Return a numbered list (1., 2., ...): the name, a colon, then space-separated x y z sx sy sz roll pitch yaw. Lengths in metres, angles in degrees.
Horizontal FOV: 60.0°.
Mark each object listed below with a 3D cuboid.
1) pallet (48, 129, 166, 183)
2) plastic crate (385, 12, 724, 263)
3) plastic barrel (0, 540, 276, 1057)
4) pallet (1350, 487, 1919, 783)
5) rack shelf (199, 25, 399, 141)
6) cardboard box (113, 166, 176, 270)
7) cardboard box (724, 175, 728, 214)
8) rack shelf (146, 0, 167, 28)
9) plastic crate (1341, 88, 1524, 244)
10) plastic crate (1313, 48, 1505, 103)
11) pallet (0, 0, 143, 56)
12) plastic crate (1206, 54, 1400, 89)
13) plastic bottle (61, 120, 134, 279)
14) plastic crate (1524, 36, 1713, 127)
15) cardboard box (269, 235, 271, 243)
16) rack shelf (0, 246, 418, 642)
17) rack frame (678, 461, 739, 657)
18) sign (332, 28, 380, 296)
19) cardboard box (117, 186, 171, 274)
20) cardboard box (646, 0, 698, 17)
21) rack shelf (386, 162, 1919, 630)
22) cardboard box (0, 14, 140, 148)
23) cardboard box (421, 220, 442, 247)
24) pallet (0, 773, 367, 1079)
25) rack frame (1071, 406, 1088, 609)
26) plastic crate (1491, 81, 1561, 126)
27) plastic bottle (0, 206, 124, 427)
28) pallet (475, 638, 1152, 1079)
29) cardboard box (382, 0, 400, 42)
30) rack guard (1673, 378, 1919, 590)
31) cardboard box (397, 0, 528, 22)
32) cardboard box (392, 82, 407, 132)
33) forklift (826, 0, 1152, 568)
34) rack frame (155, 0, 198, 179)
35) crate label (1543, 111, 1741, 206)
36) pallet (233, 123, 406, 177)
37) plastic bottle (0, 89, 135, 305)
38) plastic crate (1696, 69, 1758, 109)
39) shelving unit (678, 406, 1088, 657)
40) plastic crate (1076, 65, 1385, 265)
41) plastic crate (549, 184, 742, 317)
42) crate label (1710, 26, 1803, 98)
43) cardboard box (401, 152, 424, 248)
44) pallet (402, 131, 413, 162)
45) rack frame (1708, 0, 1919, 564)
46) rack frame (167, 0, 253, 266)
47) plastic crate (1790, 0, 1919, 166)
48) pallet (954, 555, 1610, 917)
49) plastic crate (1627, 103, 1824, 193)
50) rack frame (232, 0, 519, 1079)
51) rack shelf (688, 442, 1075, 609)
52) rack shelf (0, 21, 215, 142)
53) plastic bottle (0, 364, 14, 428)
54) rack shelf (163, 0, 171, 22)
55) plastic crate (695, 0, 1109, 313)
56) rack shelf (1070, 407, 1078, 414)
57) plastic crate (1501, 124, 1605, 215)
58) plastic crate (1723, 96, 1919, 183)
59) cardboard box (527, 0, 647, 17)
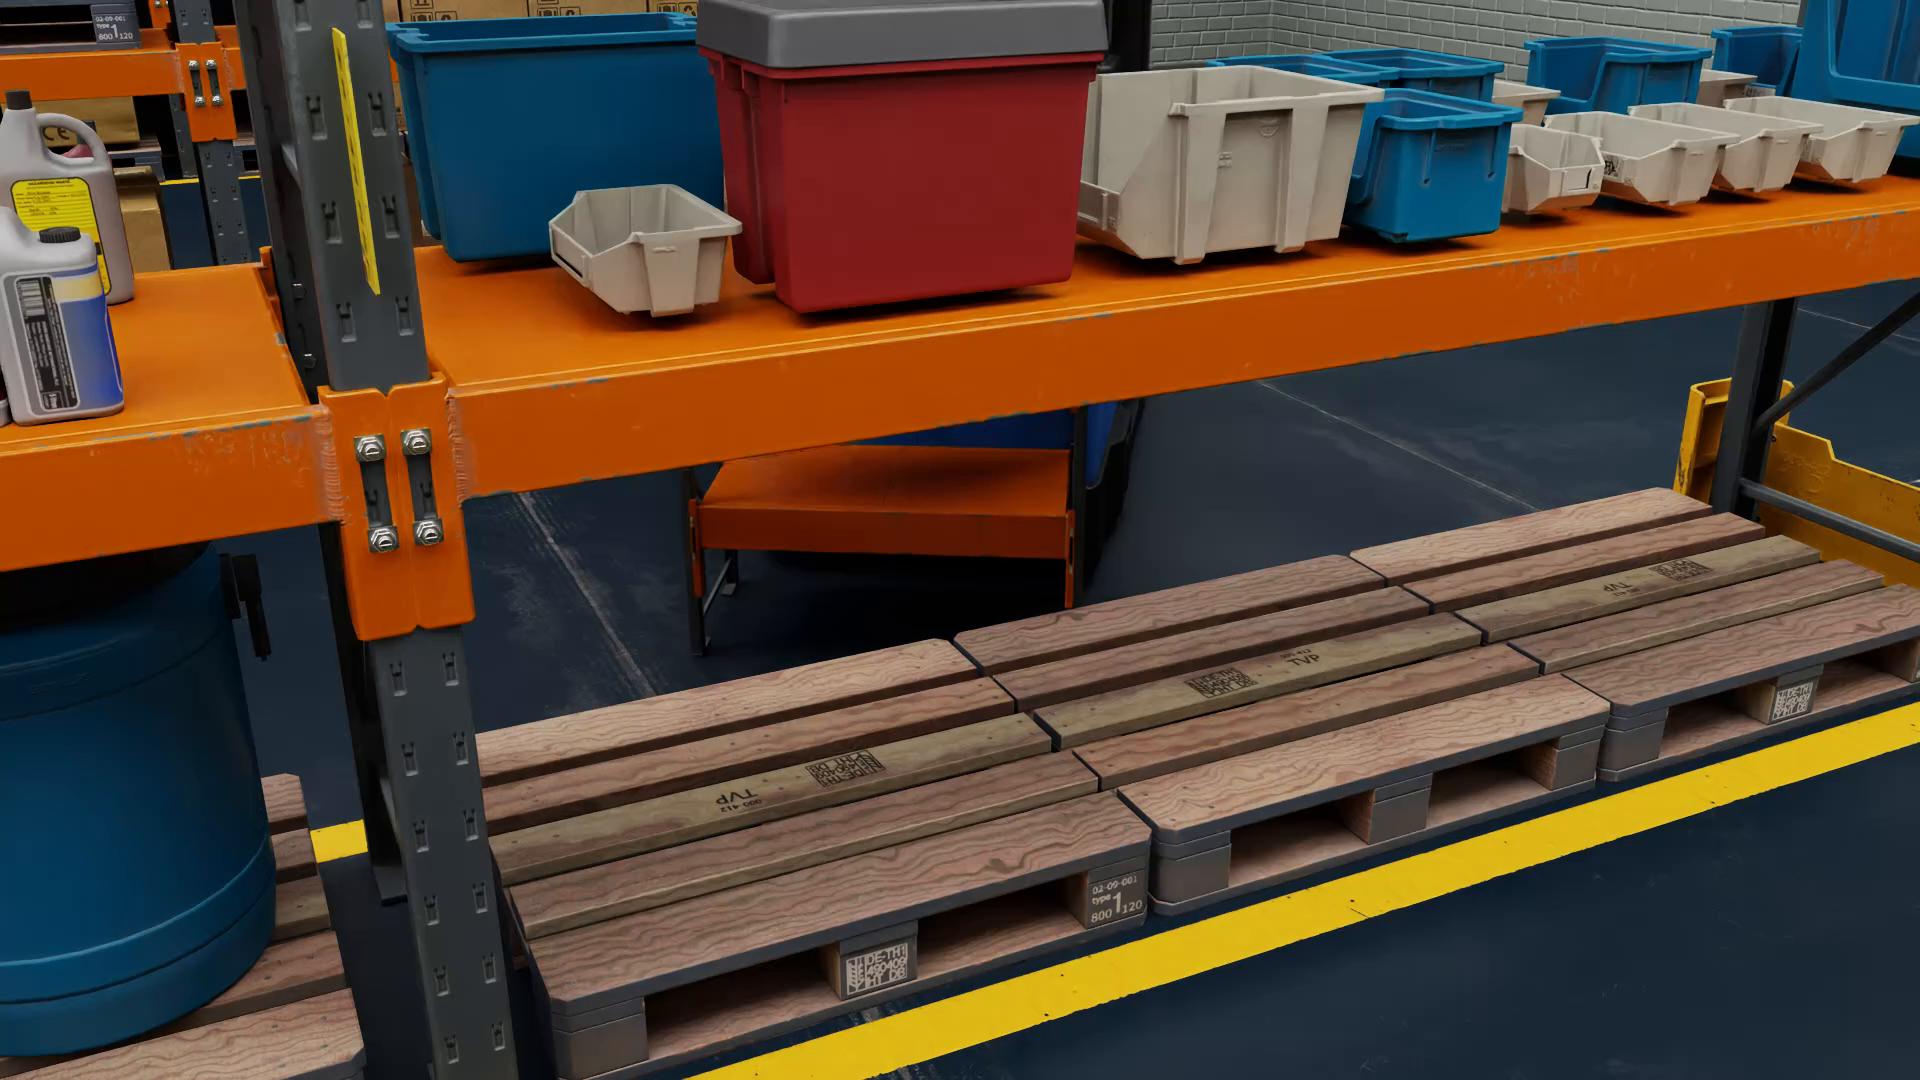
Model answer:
1. pallet: -5.972 -2.518 11.056 1.213 0.211 1.003 -10 25 -24
2. plastic crate: -0.740 -0.761 3.109 0.575 0.384 0.392 -10 25 -24
3. plastic barrel: -1.510 0.314 2.764 0.708 0.901 0.600 -10 25 -24
4. pallet: 1.832 0.203 4.485 1.213 0.211 1.003 -10 25 -24
5. rack shelf: -1.355 -2.253 7.711 4.000 0.370 1.077 -10 25 -24
6. cardboard box: -3.699 -1.306 7.175 0.500 0.500 0.500 -12 25 -26
7. cardboard box: -1.467 -1.617 7.923 0.637 0.503 0.797 -10 25 -24
8. rack shelf: -7.111 -3.296 10.231 4.000 0.370 1.077 -10 25 -24
9. plastic crate: 0.853 -0.731 3.234 0.300 0.233 0.416 -10 25 -24
10. plastic crate: 1.040 -1.014 3.918 0.300 0.233 0.416 -10 25 -24
11. pallet: -3.925 -2.070 6.579 1.213 0.211 1.003 -10 25 -24
12. plastic crate: 0.770 -0.964 3.797 0.300 0.233 0.416 -10 25 -24
13. plastic bottle: -1.528 -0.578 2.877 0.133 0.283 0.061 -10 25 -24
14. plastic crate: 1.634 -1.123 4.182 0.300 0.233 0.416 -10 25 -24
15. cardboard box: -2.685 -1.210 7.190 0.500 0.311 0.500 -10 25 -24
16. rack shelf: -2.814 0.118 1.983 4.000 0.370 1.077 -10 25 -24
17. rack frame: -0.692 -0.300 4.497 0.032 1.125 0.500 2 23 4
18. sign: -0.775 -0.484 2.135 0.005 0.325 0.100 -10 25 -24
19. cardboard box: -3.478 -1.121 6.730 0.500 0.500 0.500 -11 25 -24
20. cardboard box: -1.210 -2.543 7.342 0.500 0.500 0.500 -11 25 -24
21. rack shelf: 0.790 -0.545 3.586 4.000 0.370 1.077 -10 25 -24
22. cardboard box: -5.838 -3.008 10.857 0.750 0.750 0.750 -10 25 -23
23. cardboard box: -2.455 -1.415 7.898 0.250 0.149 0.380 -10 25 -24
24. pallet: -1.726 0.856 2.906 1.213 0.211 1.003 -10 25 -24
25. rack frame: 0.321 -0.272 4.425 0.032 1.125 0.500 2 23 4
26. plastic crate: 1.291 -1.051 4.132 0.298 0.136 0.250 -10 25 -24
27. plastic bottle: -1.227 -0.312 2.243 0.135 0.276 0.152 -10 25 -24
28. pallet: -0.367 0.607 3.507 1.213 0.211 1.003 -10 25 -24
29. cardboard box: -2.580 -2.290 6.730 0.500 0.500 0.500 -10 24 -22
30. rack guard: 2.608 -0.063 4.748 0.348 0.500 1.175 -10 25 -24
31. cardboard box: -2.120 -2.376 6.938 0.500 0.500 0.500 -10 24 -23
32. cardboard box: -4.137 -3.170 11.705 0.500 0.500 0.700 -11 25 -24
33. forklift: 0.132 -1.802 5.772 1.130 2.935 3.031 4 23 9
34. rack frame: -5.309 -3.960 10.895 0.127 3.000 1.000 -10 25 -24
35. crate label: 1.428 -0.820 3.575 0.243 0.136 0.396 -10 25 -24
36. pallet: -4.590 -2.771 11.668 1.213 0.211 1.003 -10 25 -24
37. plastic bottle: -1.506 -0.570 2.769 0.185 0.351 0.144 -10 25 -24
38. plastic crate: 1.902 -1.163 4.404 0.298 0.136 0.250 -10 25 -24
39. shelving unit: -0.185 -0.286 4.461 1.048 1.125 0.538 2 23 4
40. plastic crate: 0.444 -0.709 3.116 0.530 0.282 0.437 -10 25 -24
41. plastic crate: -0.531 -0.480 2.753 0.243 0.136 0.396 -10 25 -24
42. crate label: 2.227 -1.232 4.445 0.303 0.233 0.416 -10 25 -24
43. cardboard box: -2.767 -1.494 7.631 0.500 0.500 0.500 -10 25 -24
44. pallet: -3.489 -2.975 12.160 1.213 0.211 1.003 -10 25 -24
45. rack frame: 2.592 -1.209 4.250 0.127 3.000 1.000 -10 25 -24
46. rack frame: -3.157 -2.254 6.772 0.127 3.000 1.000 -10 25 -24
47. plastic crate: 2.371 -1.133 3.942 0.499 0.435 0.616 -10 25 -24
48. pallet: 0.734 0.403 4.000 1.213 0.211 1.003 -10 25 -24
49. plastic crate: 1.668 -0.874 3.707 0.243 0.136 0.396 -10 25 -24
50. rack frame: -1.012 -0.546 2.647 0.127 3.000 1.000 -10 25 -24
51. rack shelf: -0.185 -0.061 4.557 1.000 0.278 0.538 2 23 4
52. rack shelf: -4.959 -1.589 6.108 4.000 0.370 1.077 -10 25 -24
53. plastic bottle: -1.320 -0.249 2.188 0.097 0.201 0.097 0 22 0
54. rack shelf: -3.507 -3.959 11.834 4.000 0.370 1.077 -10 25 -24
55. plastic crate: -0.099 -0.665 2.772 0.583 0.464 0.402 -10 25 -24
56. rack shelf: -0.186 -0.556 4.347 1.000 0.278 0.538 2 23 4
57. plastic crate: 1.169 -0.764 3.441 0.250 0.136 0.298 -10 25 -24
58. plastic crate: 1.936 -0.918 3.811 0.243 0.136 0.396 -10 25 -24
59. cardboard box: -1.668 -2.459 7.137 0.500 0.500 0.500 -11 25 -24
